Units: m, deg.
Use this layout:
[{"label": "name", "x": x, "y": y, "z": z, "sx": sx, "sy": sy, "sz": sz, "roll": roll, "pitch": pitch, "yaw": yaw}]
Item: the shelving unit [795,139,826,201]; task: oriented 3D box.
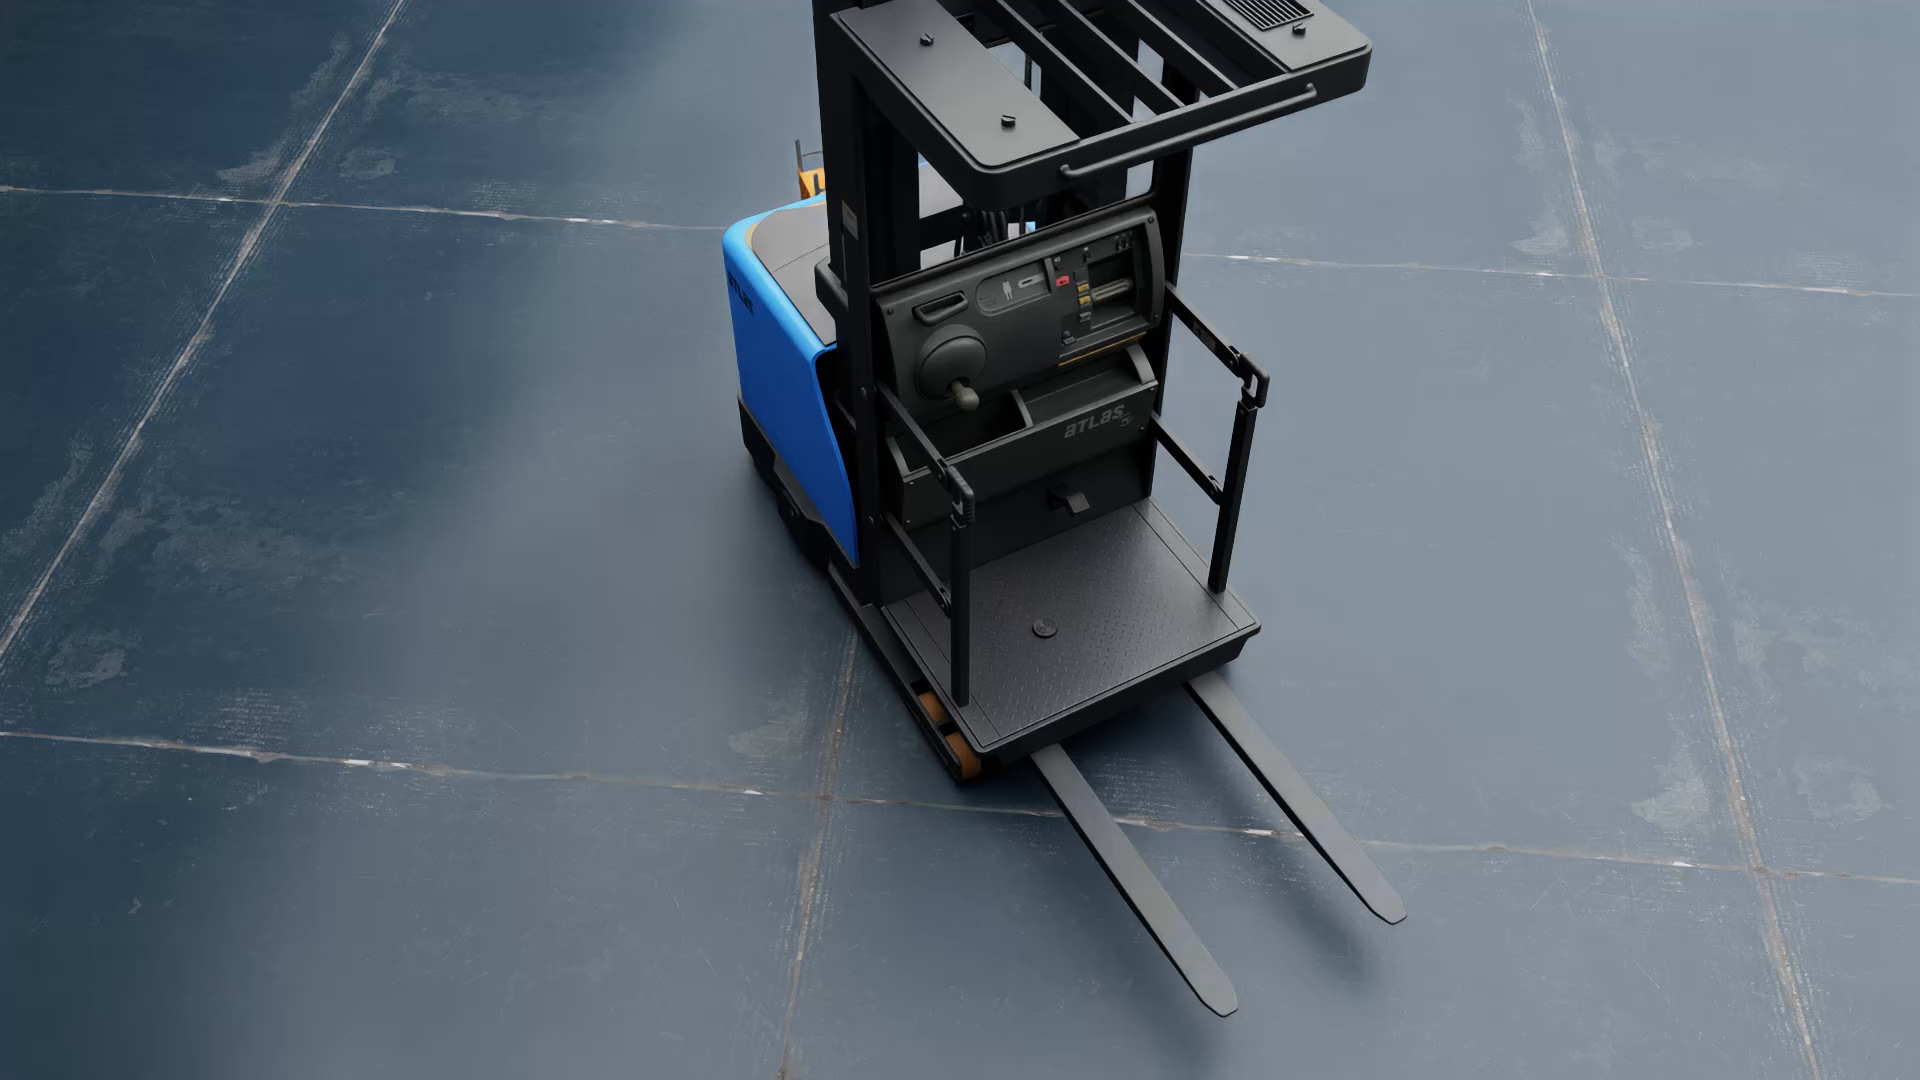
[{"label": "shelving unit", "x": -0.463, "y": -1.069, "z": 6.507, "sx": 0.215, "sy": 1.050, "sz": 0.252, "roll": -16, "pitch": 48, "yaw": -12}]

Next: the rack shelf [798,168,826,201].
[{"label": "rack shelf", "x": -0.471, "y": -1.258, "z": 6.311, "sx": 0.215, "sy": 0.259, "sz": 0.240, "roll": -16, "pitch": 48, "yaw": -12}]

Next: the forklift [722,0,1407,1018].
[{"label": "forklift", "x": 0.304, "y": -0.582, "z": 4.796, "sx": 1.130, "sy": 2.935, "sz": 3.031, "roll": -22, "pitch": 51, "yaw": -19}]

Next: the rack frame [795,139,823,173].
[{"label": "rack frame", "x": -0.504, "y": -1.151, "z": 6.588, "sx": 0.200, "sy": 1.050, "sz": 0.008, "roll": -16, "pitch": 48, "yaw": -12}]

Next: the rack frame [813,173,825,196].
[{"label": "rack frame", "x": -0.422, "y": -0.987, "z": 6.427, "sx": 0.200, "sy": 1.050, "sz": 0.008, "roll": -16, "pitch": 48, "yaw": -12}]
